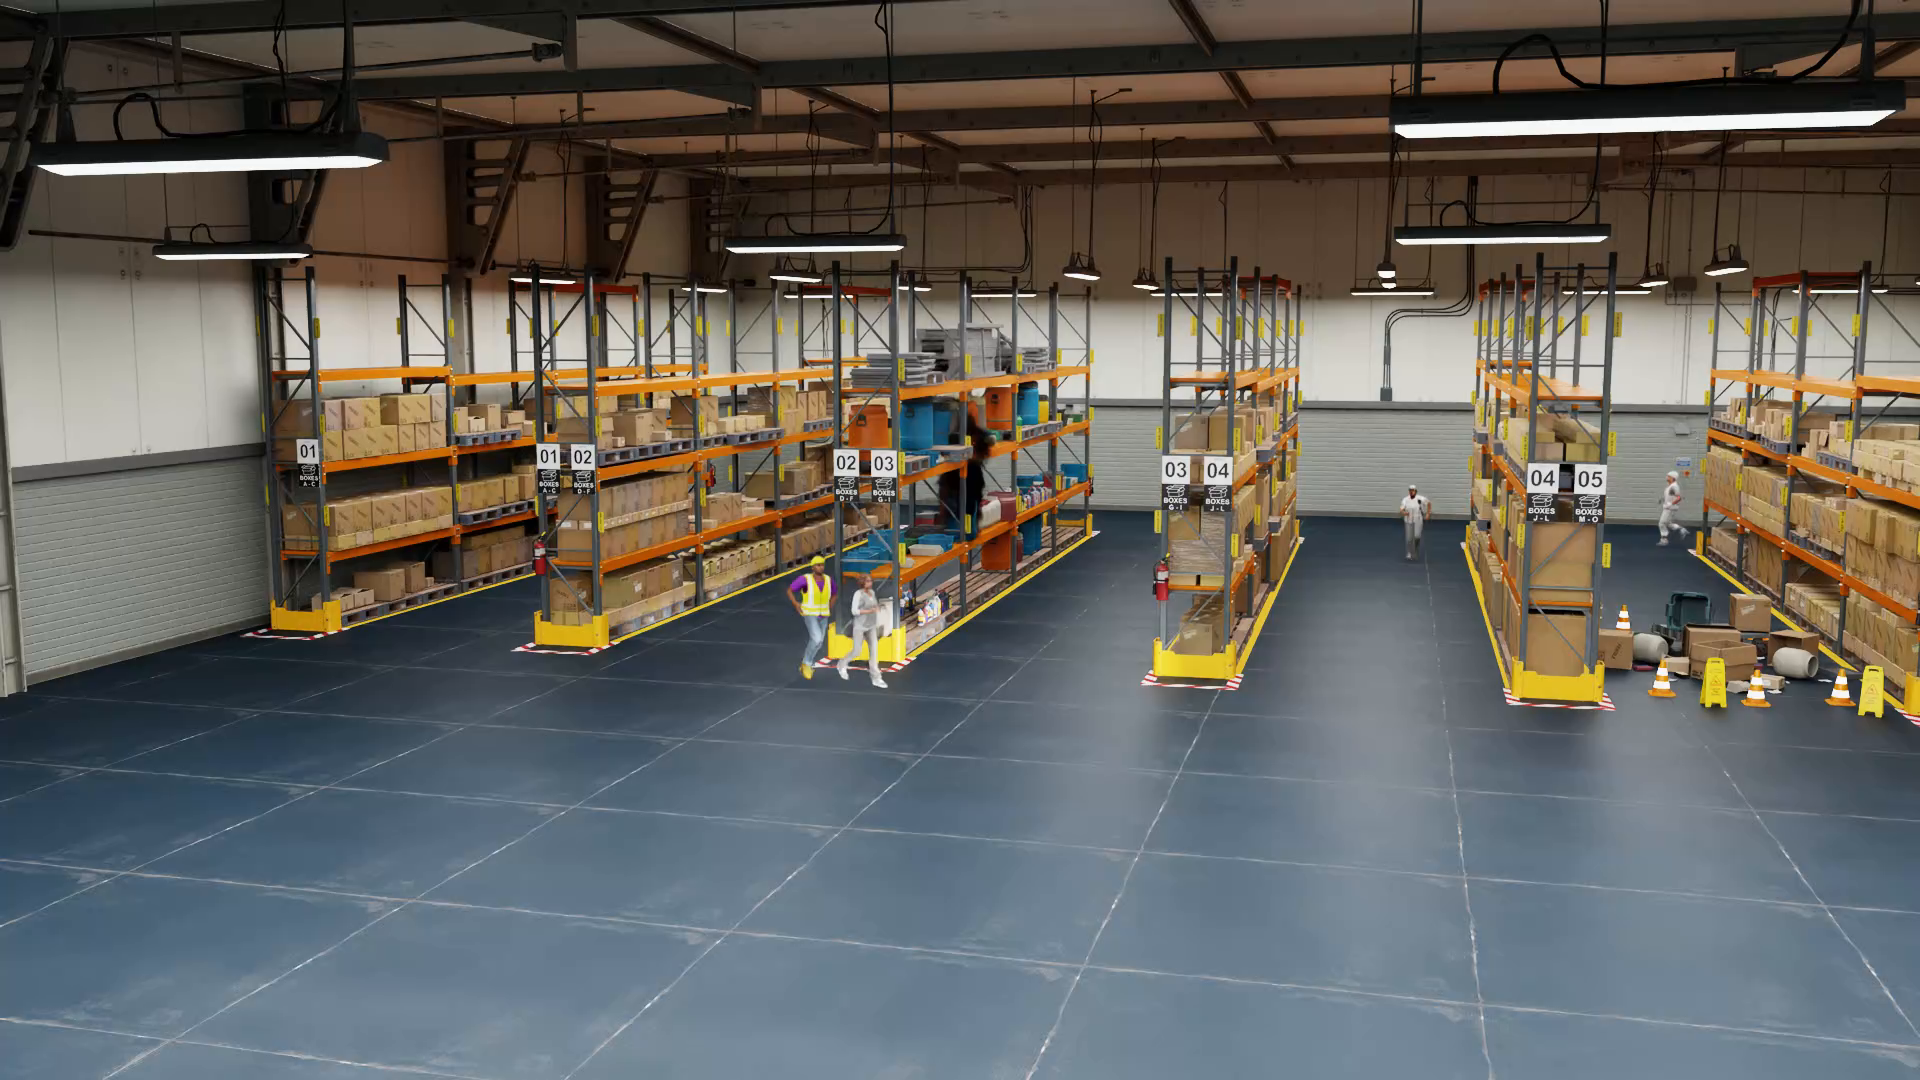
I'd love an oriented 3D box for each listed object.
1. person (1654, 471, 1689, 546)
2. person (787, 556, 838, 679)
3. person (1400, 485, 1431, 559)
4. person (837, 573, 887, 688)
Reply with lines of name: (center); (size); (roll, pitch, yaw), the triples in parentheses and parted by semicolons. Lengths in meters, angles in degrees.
person: (16.462, -0.717, 38.336); (0.736, 1.755, 0.676); (2, 8, 18)
person: (-2.065, 1.111, 23.971); (0.731, 1.779, 0.610); (-5, 9, -34)
person: (9.841, -0.384, 36.000); (0.619, 1.622, 0.801); (3, 8, 24)
person: (-1.355, 1.238, 23.246); (0.908, 1.578, 0.543); (7, 10, 43)
